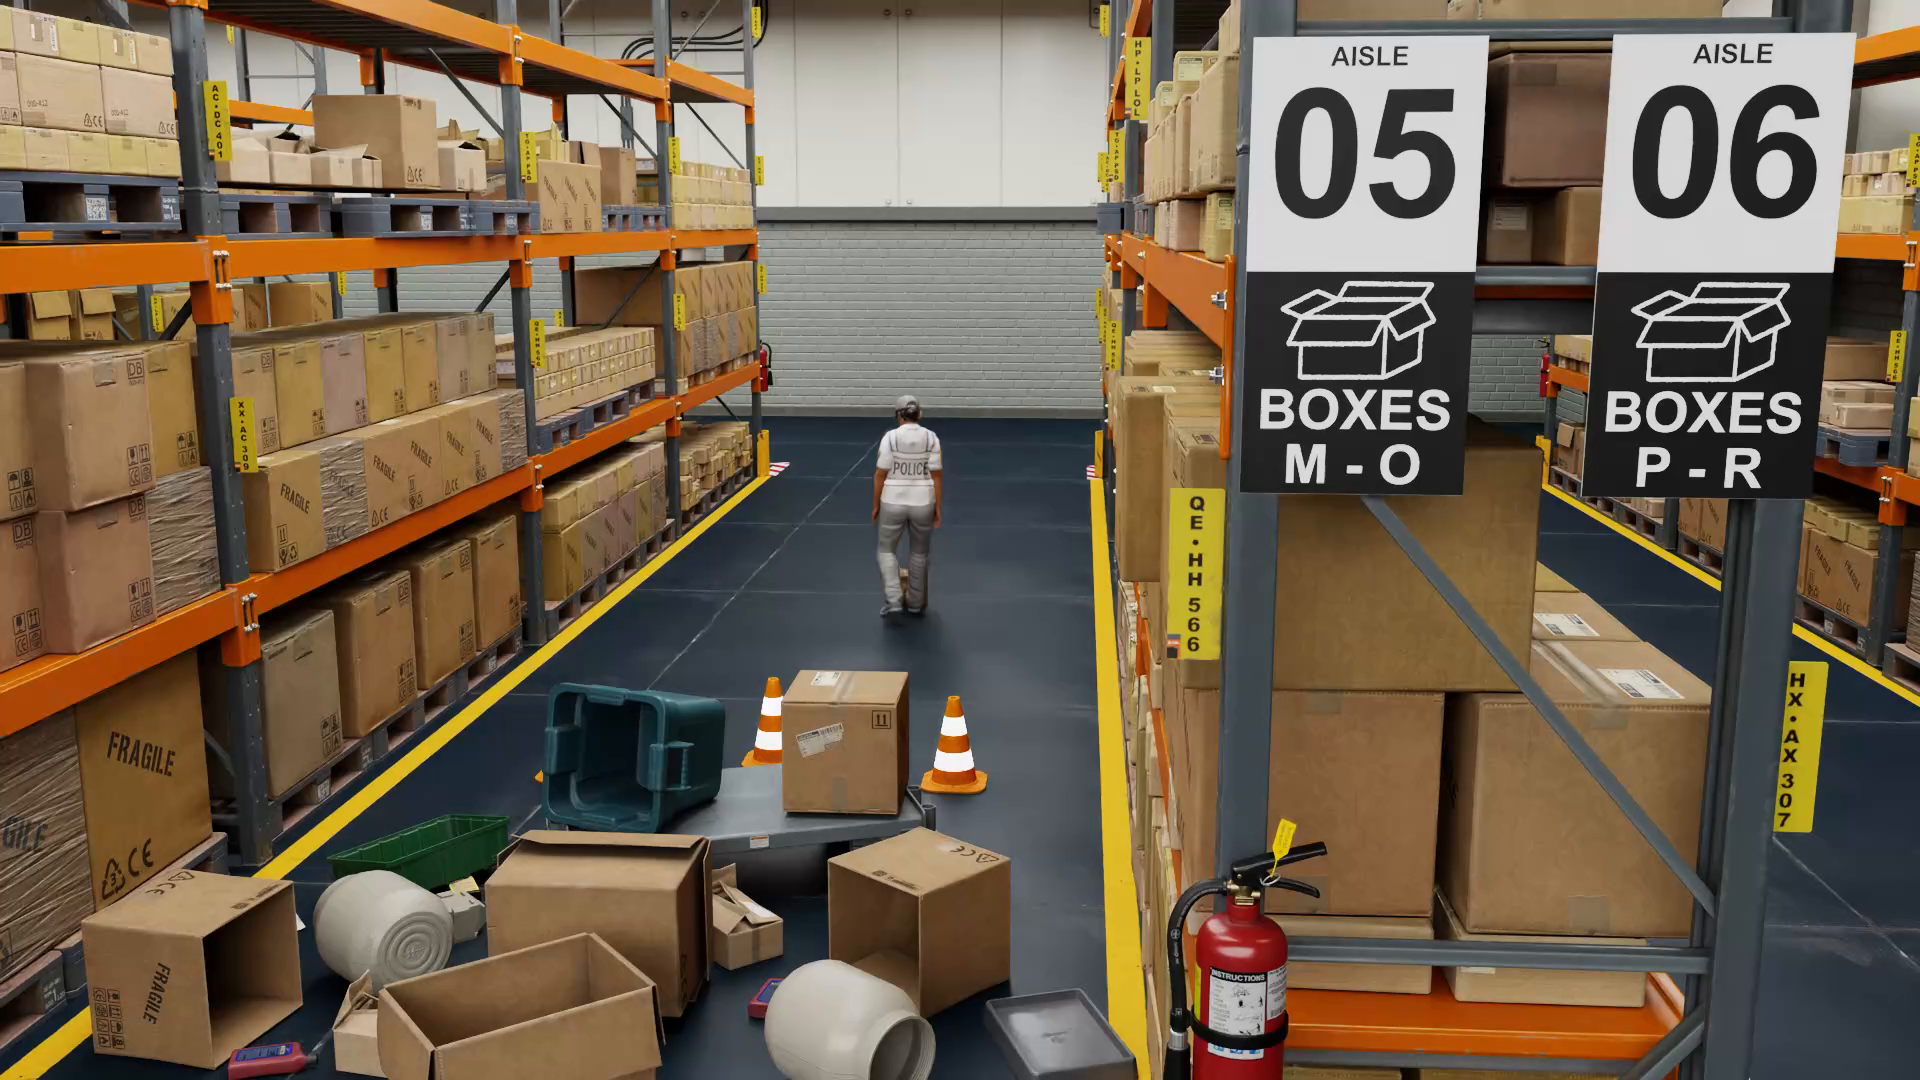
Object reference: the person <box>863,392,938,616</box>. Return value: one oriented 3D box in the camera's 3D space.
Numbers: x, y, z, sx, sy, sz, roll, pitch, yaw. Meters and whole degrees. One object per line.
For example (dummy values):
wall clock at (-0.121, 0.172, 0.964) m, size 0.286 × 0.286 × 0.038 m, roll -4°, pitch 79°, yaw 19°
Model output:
person at (-0.442, -0.232, 12.163) m, size 0.568 × 1.698 × 0.470 m, roll 0°, pitch 11°, yaw -1°
